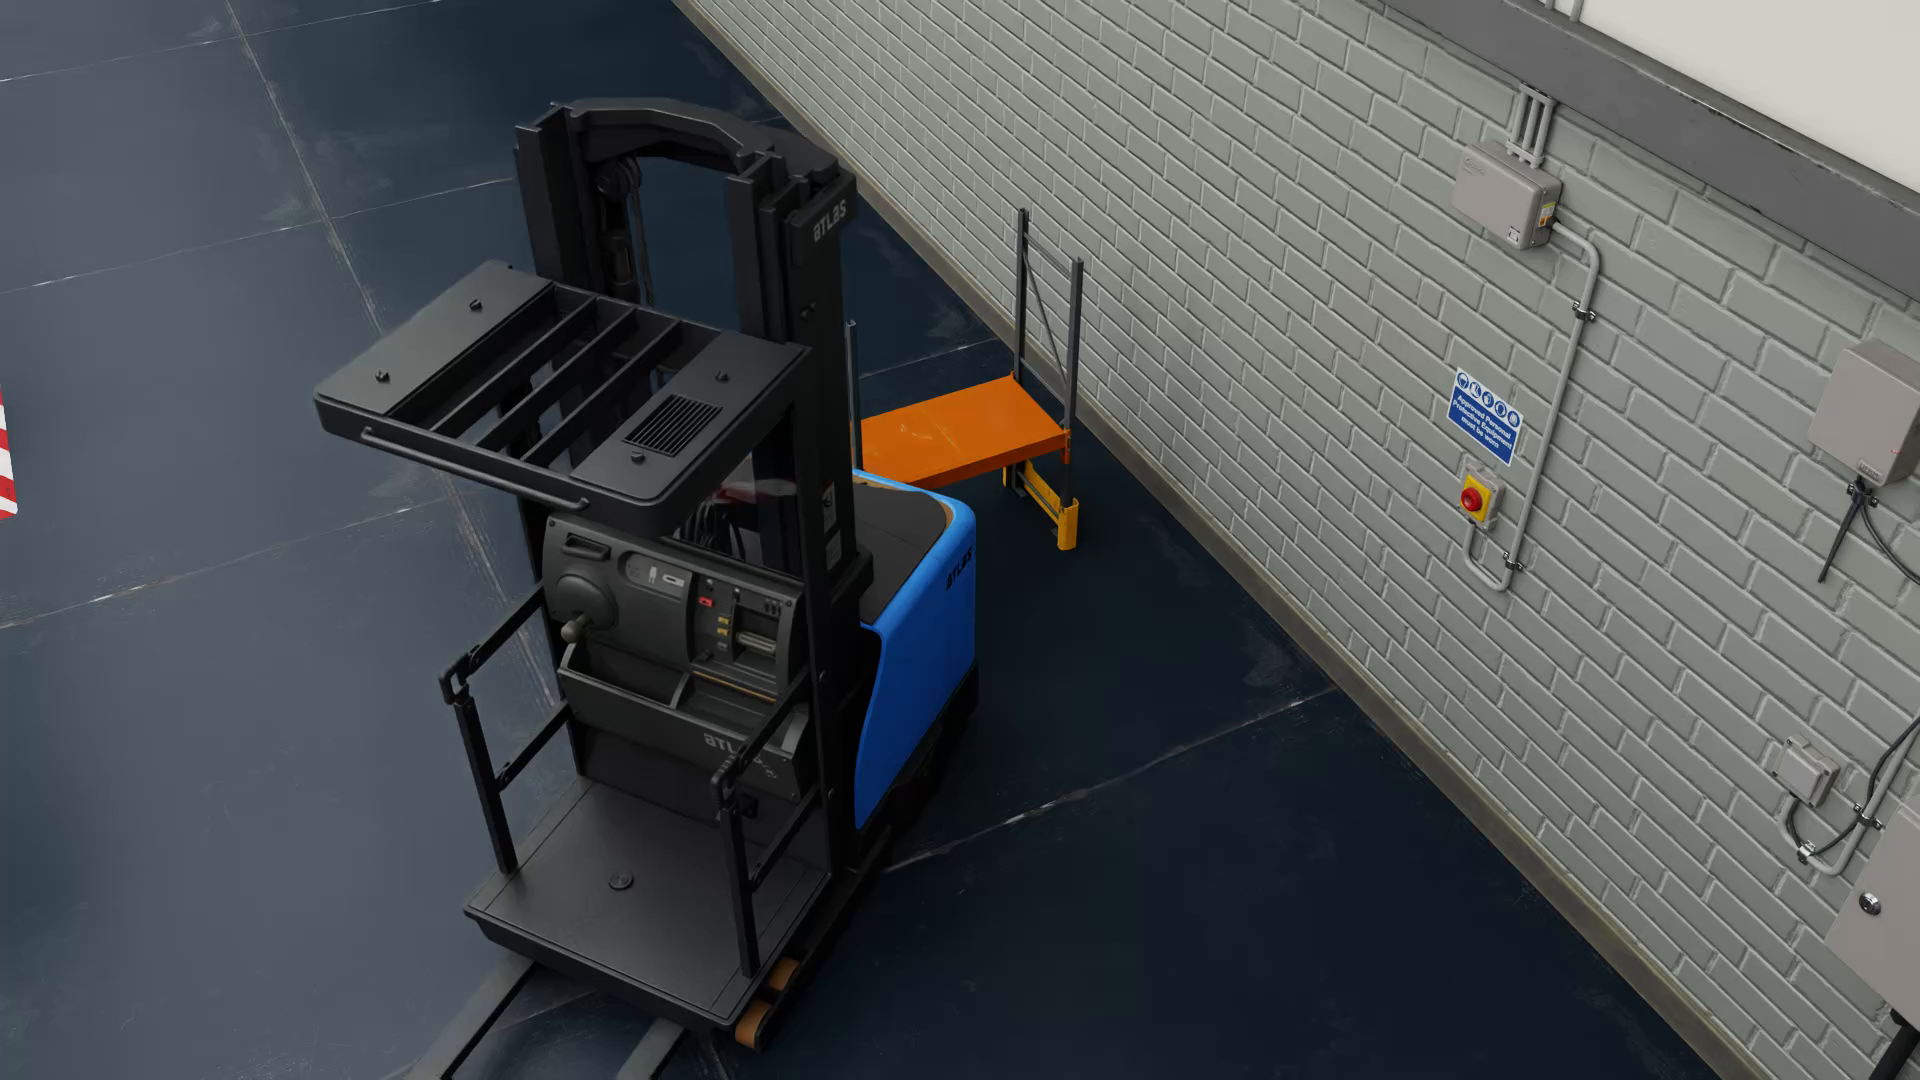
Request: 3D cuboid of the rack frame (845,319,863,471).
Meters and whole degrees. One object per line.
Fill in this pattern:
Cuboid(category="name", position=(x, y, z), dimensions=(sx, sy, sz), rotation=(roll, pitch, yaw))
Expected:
Cuboid(category="rack frame", position=(-0.527, -0.395, 7.045), dimensions=(0.032, 1.500, 0.500), rotation=(-19, 44, -21))

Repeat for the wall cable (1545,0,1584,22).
Cuboid(category="wall cable", position=(1.691, -2.727, 3.996), dimensions=(0.029, 3.000, 0.463), rotation=(-19, 44, -21))

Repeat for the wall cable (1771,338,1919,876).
Cuboid(category="wall cable", position=(2.431, 0.147, 4.457), dimensions=(0.122, 1.984, 0.588), rotation=(-19, 44, -21))

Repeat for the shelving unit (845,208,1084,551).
Cuboid(category="shelving unit", position=(-0.068, -0.550, 7.227), dimensions=(1.083, 1.500, 0.587), rotation=(-19, 44, -21))

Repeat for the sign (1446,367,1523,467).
Cuboid(category="sign", position=(1.798, -0.424, 5.709), dimensions=(0.001, 0.218, 0.327), rotation=(-19, 44, -21))

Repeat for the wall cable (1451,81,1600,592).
Cuboid(category="wall cable", position=(1.766, -0.674, 5.403), dimensions=(0.123, 1.953, 0.585), rotation=(-19, 44, -21))

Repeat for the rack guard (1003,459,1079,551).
Cuboid(category="rack guard", position=(0.374, -0.221, 7.807), dimensions=(0.087, 0.250, 0.587), rotation=(-19, 44, -21))

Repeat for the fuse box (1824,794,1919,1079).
Cuboid(category="fuse box", position=(2.607, 1.464, 4.685), dimensions=(0.414, 1.711, 0.539), rotation=(-19, 44, -21))

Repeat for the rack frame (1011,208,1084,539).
Cuboid(category="rack frame", position=(0.375, -0.699, 7.404), dimensions=(0.032, 1.500, 0.500), rotation=(-19, 44, -21))

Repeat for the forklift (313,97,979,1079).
Cuboid(category="forklift", position=(-1.020, 0.289, 5.129), dimensions=(1.130, 2.935, 3.031), rotation=(17, 43, 19))

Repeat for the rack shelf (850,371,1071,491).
Cuboid(category="rack shelf", position=(-0.076, -0.410, 7.340), dimensions=(1.000, 0.185, 0.538), rotation=(-19, 44, -21))
